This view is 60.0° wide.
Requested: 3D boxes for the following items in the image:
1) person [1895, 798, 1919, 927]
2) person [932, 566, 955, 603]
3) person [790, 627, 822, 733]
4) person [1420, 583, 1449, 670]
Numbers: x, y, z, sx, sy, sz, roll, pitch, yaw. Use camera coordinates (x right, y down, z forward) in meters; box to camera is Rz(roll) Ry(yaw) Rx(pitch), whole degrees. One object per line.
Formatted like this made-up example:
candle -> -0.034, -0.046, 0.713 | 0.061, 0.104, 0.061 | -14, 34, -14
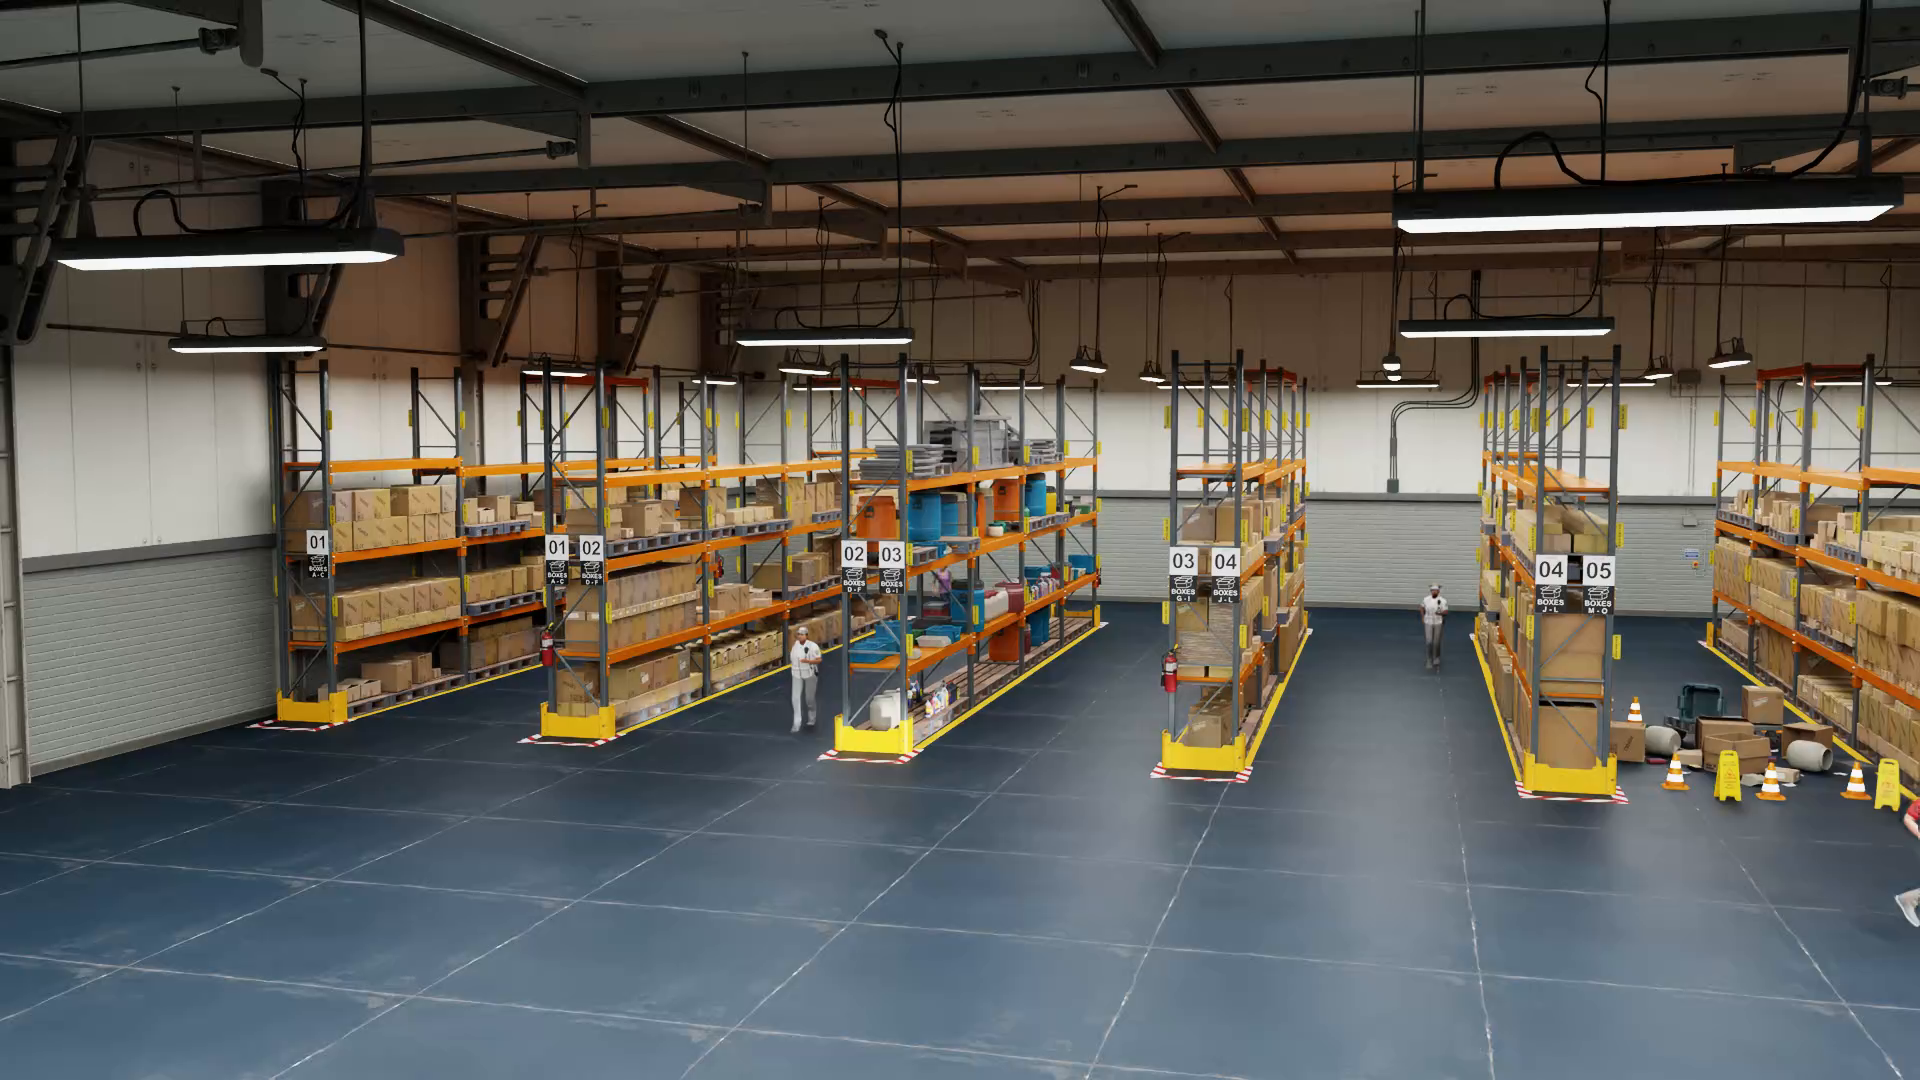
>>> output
person -> 9.375, 3.004, 15.887 | 0.674, 1.690, 0.921 | -3, 5, -33
person -> -0.385, 1.298, 40.628 | 0.612, 1.557, 0.725 | 0, 4, -2
person -> -2.484, 2.259, 26.893 | 0.574, 1.738, 0.754 | 1, 4, 14
person -> 9.604, 1.737, 33.699 | 0.566, 1.734, 0.756 | 1, 4, 19
